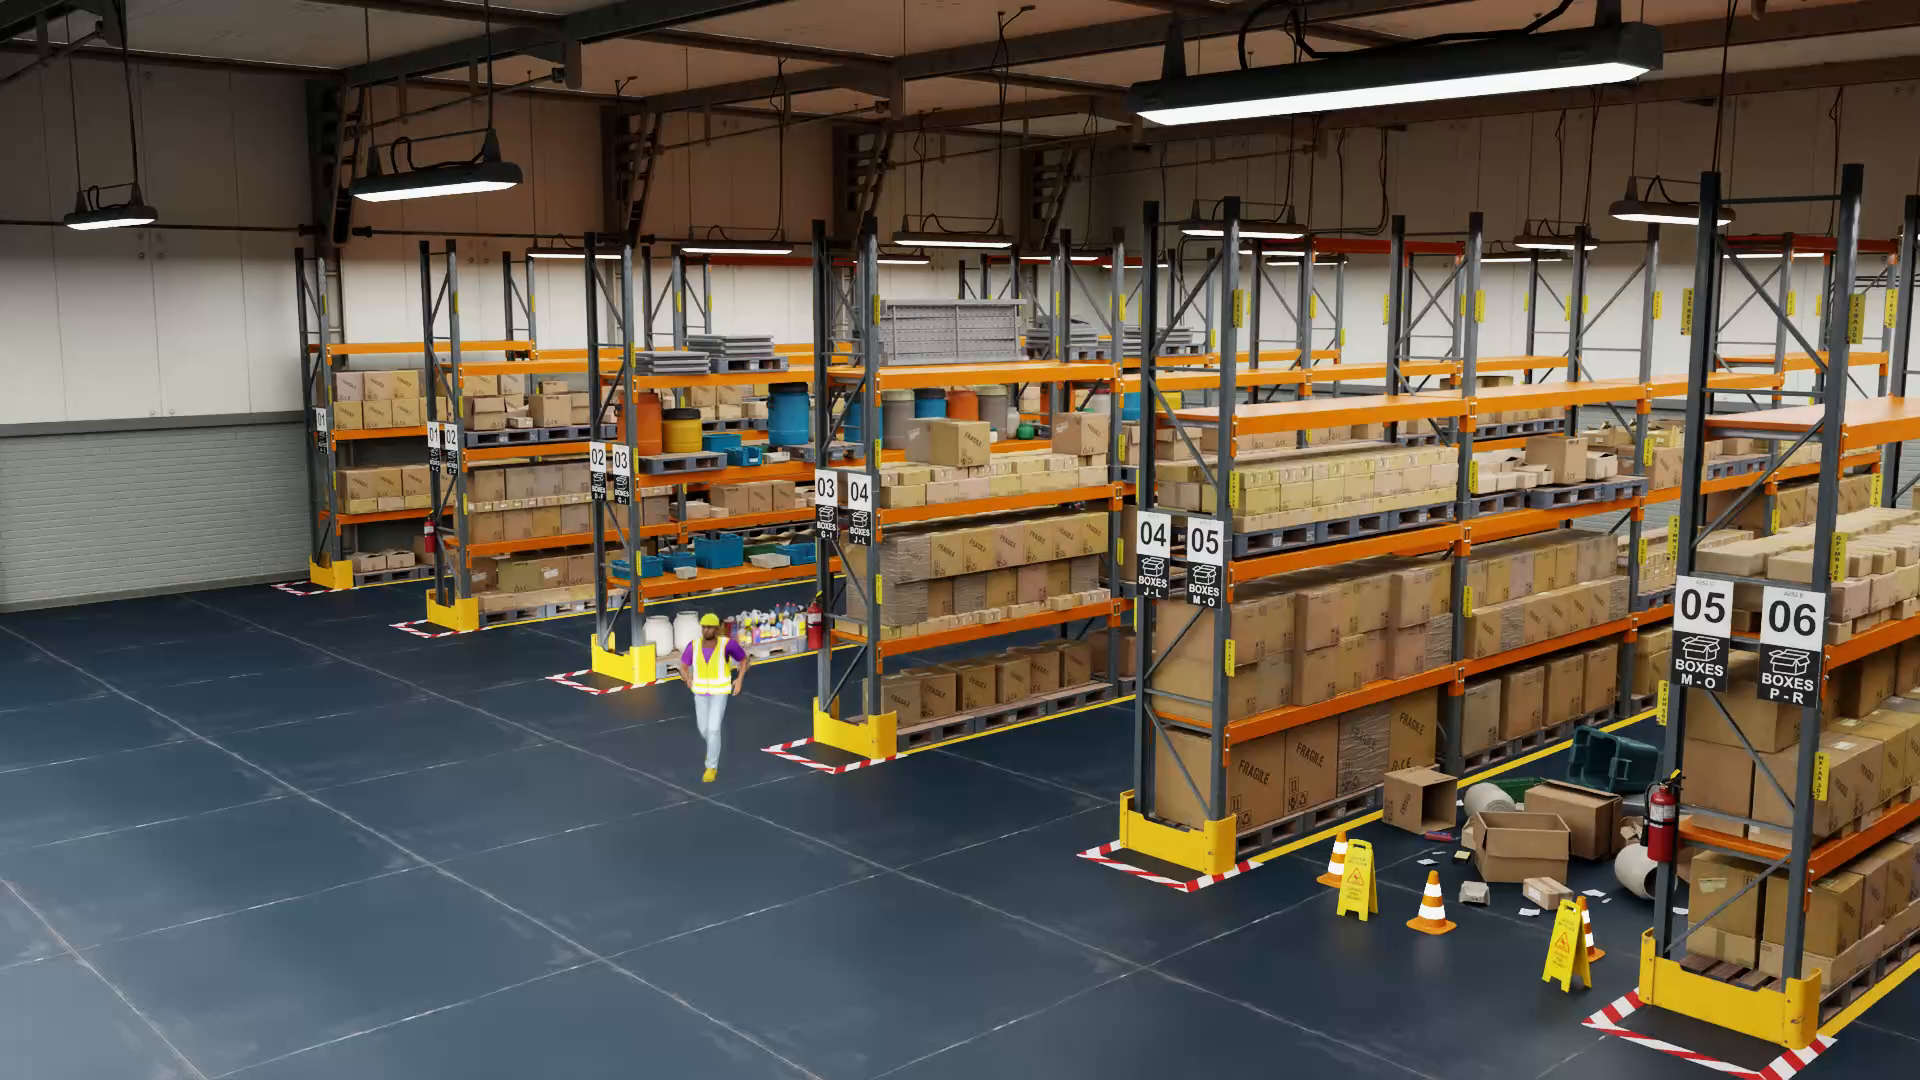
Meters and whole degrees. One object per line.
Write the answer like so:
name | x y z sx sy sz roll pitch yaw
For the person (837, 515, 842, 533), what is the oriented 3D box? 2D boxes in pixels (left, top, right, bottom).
person | -2.500 -0.736 34.821 0.582 1.654 0.578 7 11 39

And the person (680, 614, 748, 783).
person | -2.683 1.662 18.045 0.727 1.776 0.844 1 8 9
